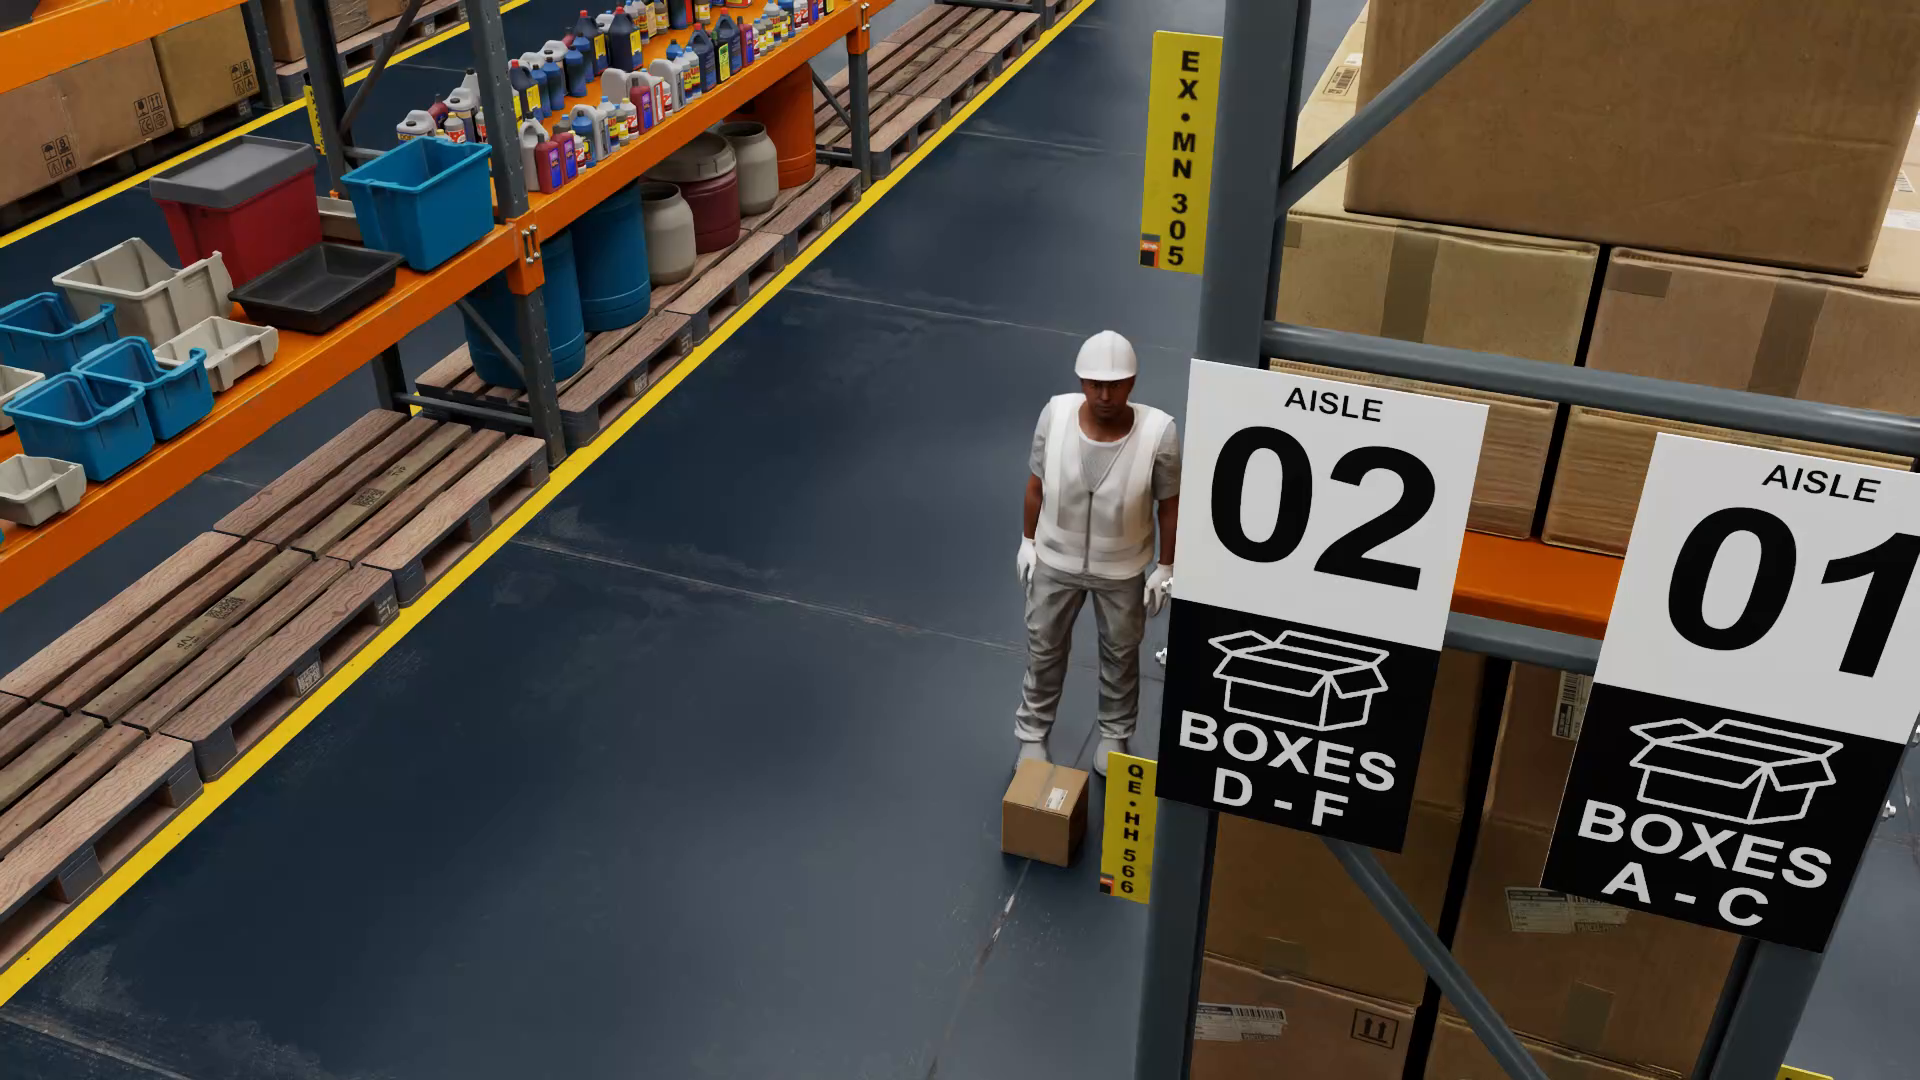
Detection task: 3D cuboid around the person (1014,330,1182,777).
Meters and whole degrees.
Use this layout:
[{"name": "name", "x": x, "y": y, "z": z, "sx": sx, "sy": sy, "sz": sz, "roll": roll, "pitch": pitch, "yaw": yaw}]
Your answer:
[{"name": "person", "x": 0.477, "y": 0.093, "z": 5.931, "sx": 0.586, "sy": 1.789, "sz": 0.456, "roll": 7, "pitch": 34, "yaw": 11}]
